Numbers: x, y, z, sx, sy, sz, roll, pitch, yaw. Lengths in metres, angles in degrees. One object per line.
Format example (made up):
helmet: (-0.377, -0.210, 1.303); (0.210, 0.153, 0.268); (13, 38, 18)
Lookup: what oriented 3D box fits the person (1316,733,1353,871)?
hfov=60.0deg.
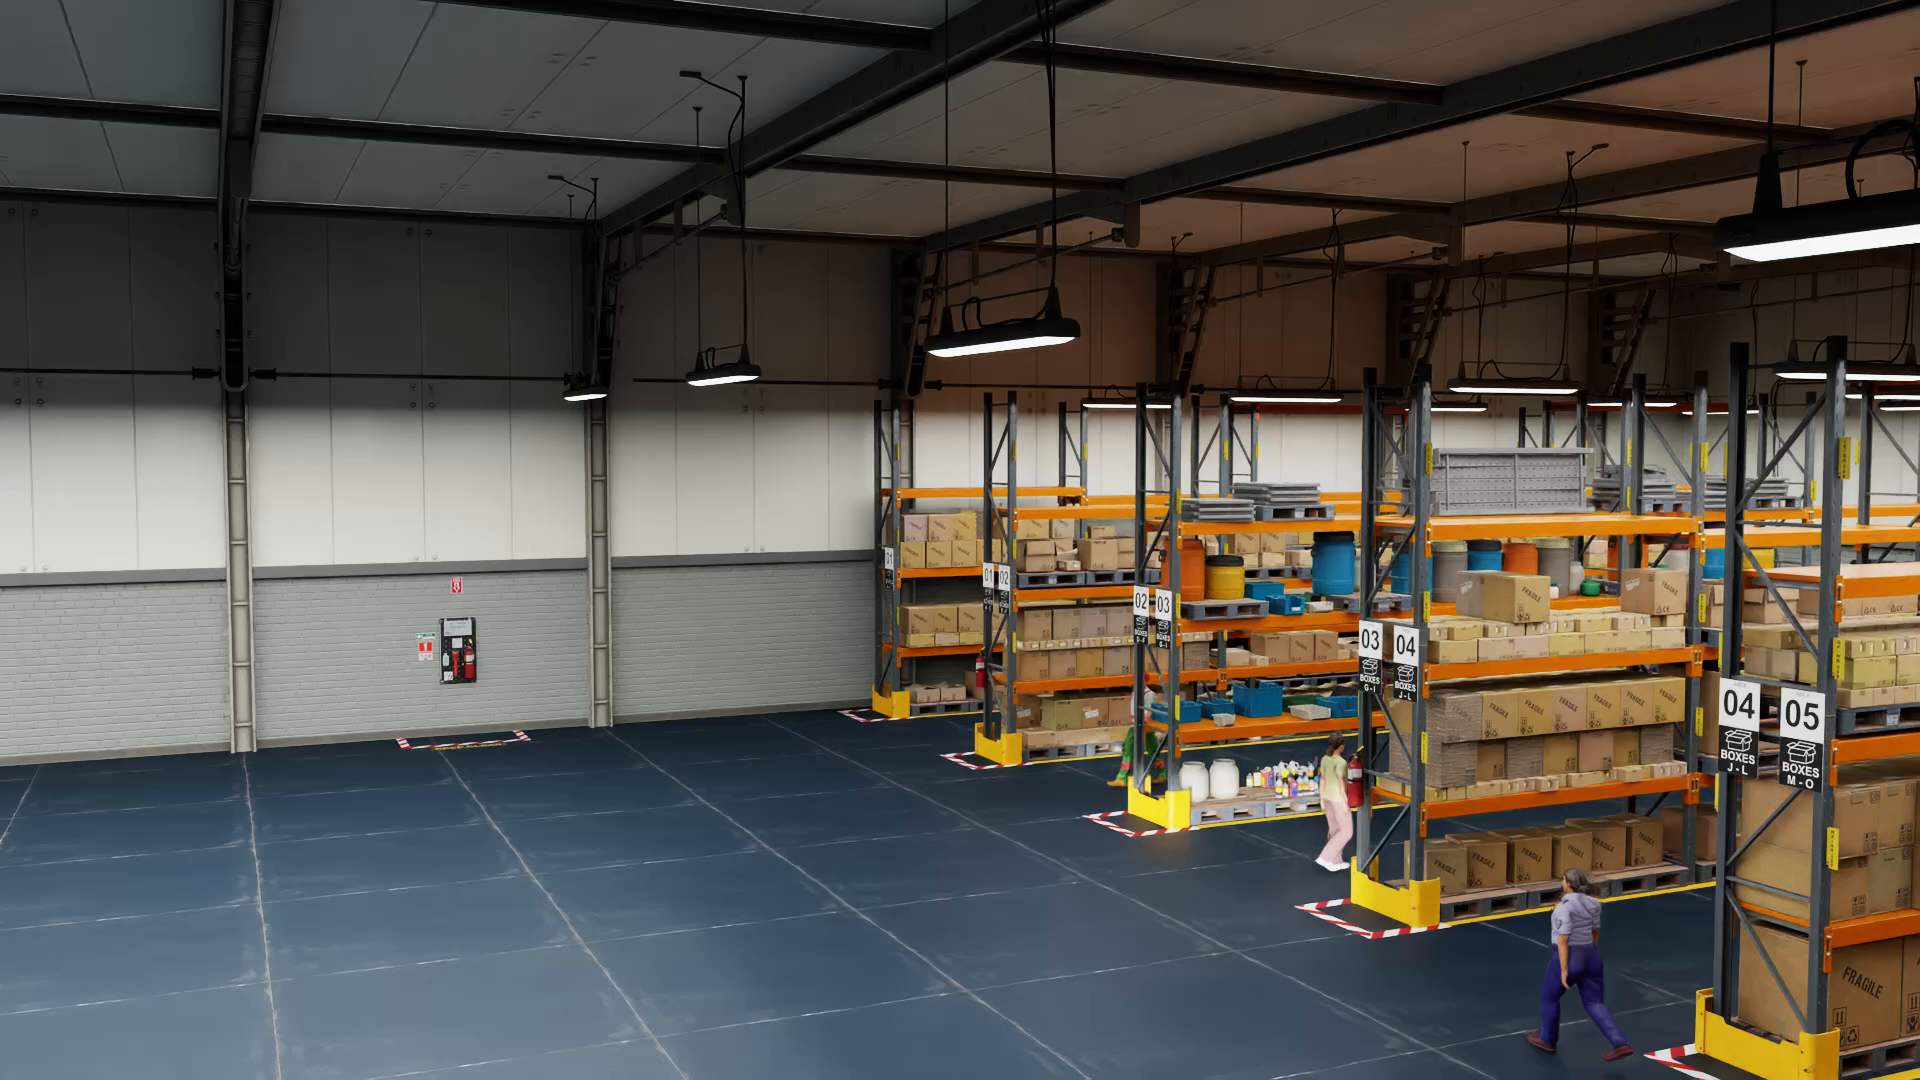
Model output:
person: (4.517, 3.166, 20.079); (0.533, 1.669, 0.495); (-1, 4, -23)

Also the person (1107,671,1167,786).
person: (2.681, 2.820, 24.929); (1.020, 1.737, 0.550); (-2, 4, -33)

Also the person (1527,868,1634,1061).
person: (5.168, 3.548, 13.885); (0.477, 1.588, 0.962); (-1, 4, -24)

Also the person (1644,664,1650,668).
person: (15.228, 2.176, 36.425); (1.085, 1.708, 0.627); (-1, 4, -22)
